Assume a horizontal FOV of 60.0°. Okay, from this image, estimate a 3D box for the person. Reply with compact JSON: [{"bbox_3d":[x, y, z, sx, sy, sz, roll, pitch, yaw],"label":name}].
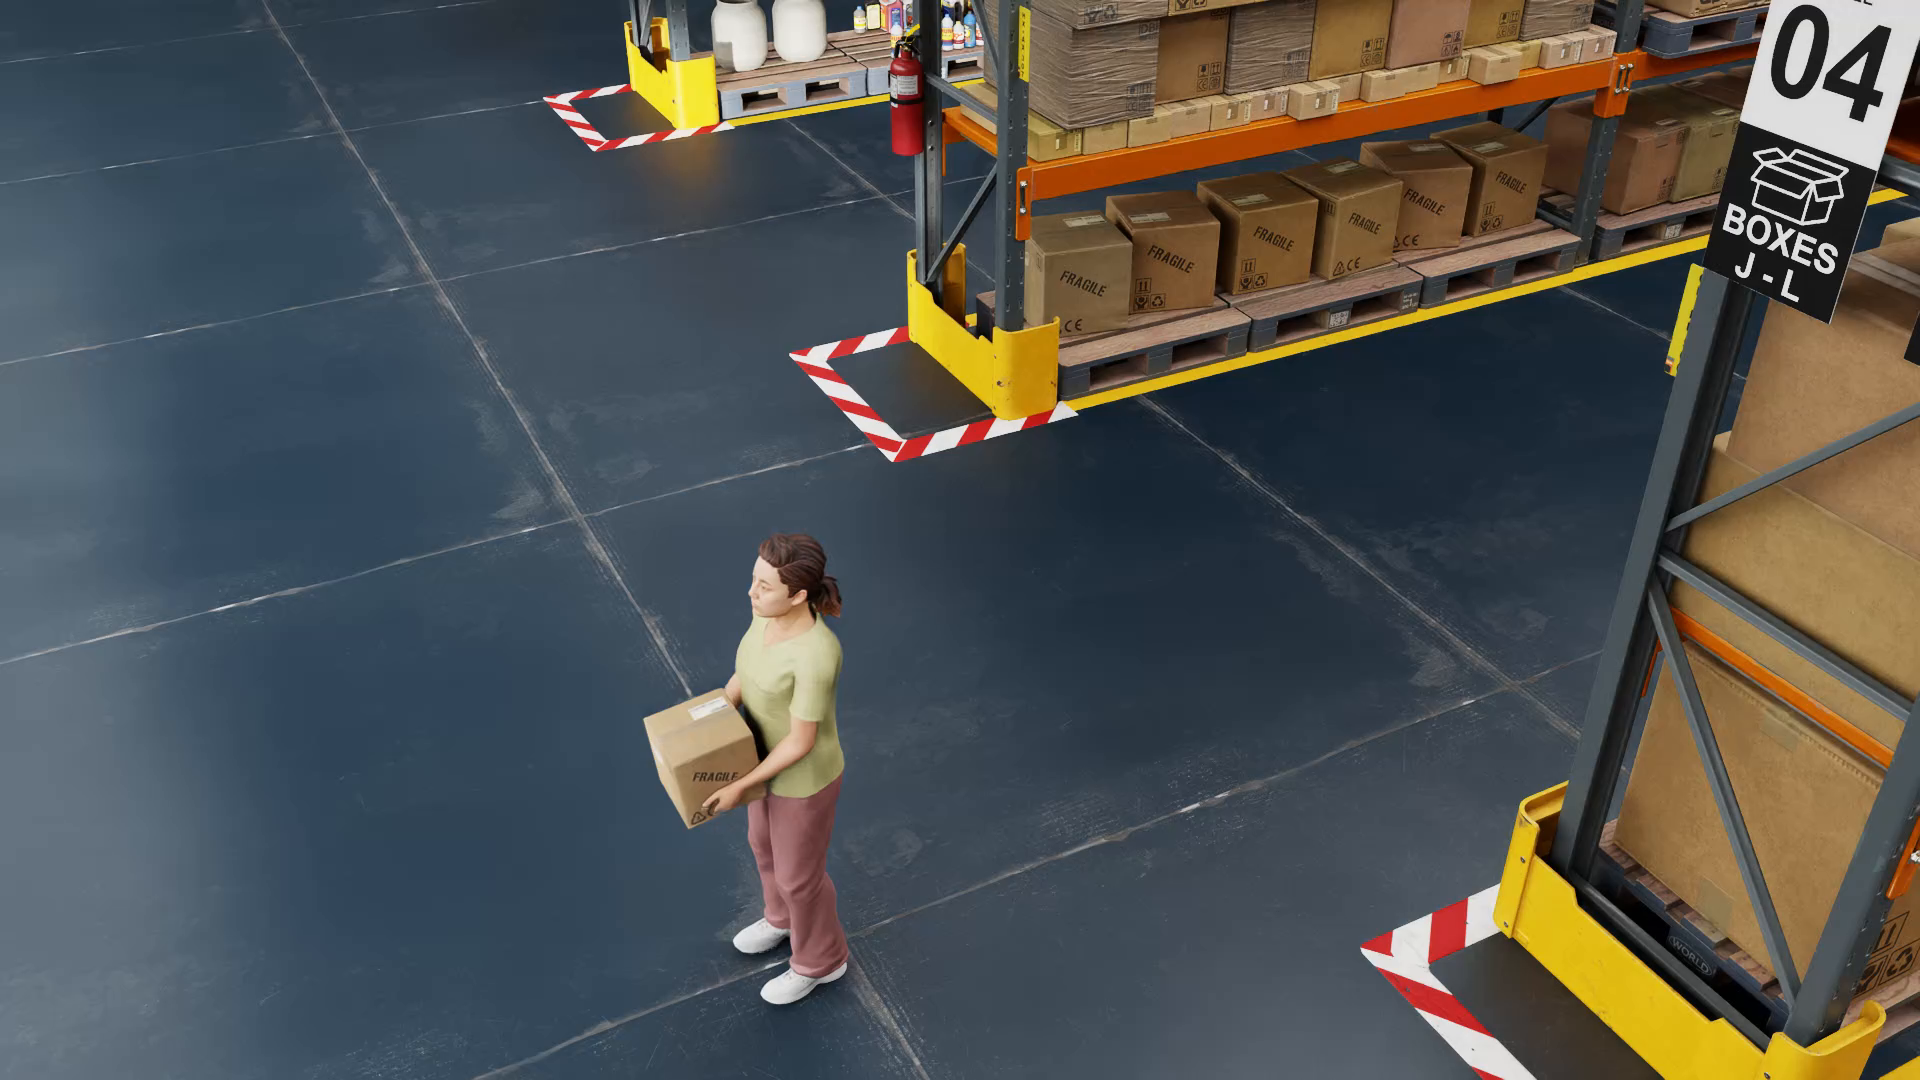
[{"bbox_3d":[-0.573,0.714,5.049,0.523,1.672,0.452,-16,37,-23],"label":"person"}]
